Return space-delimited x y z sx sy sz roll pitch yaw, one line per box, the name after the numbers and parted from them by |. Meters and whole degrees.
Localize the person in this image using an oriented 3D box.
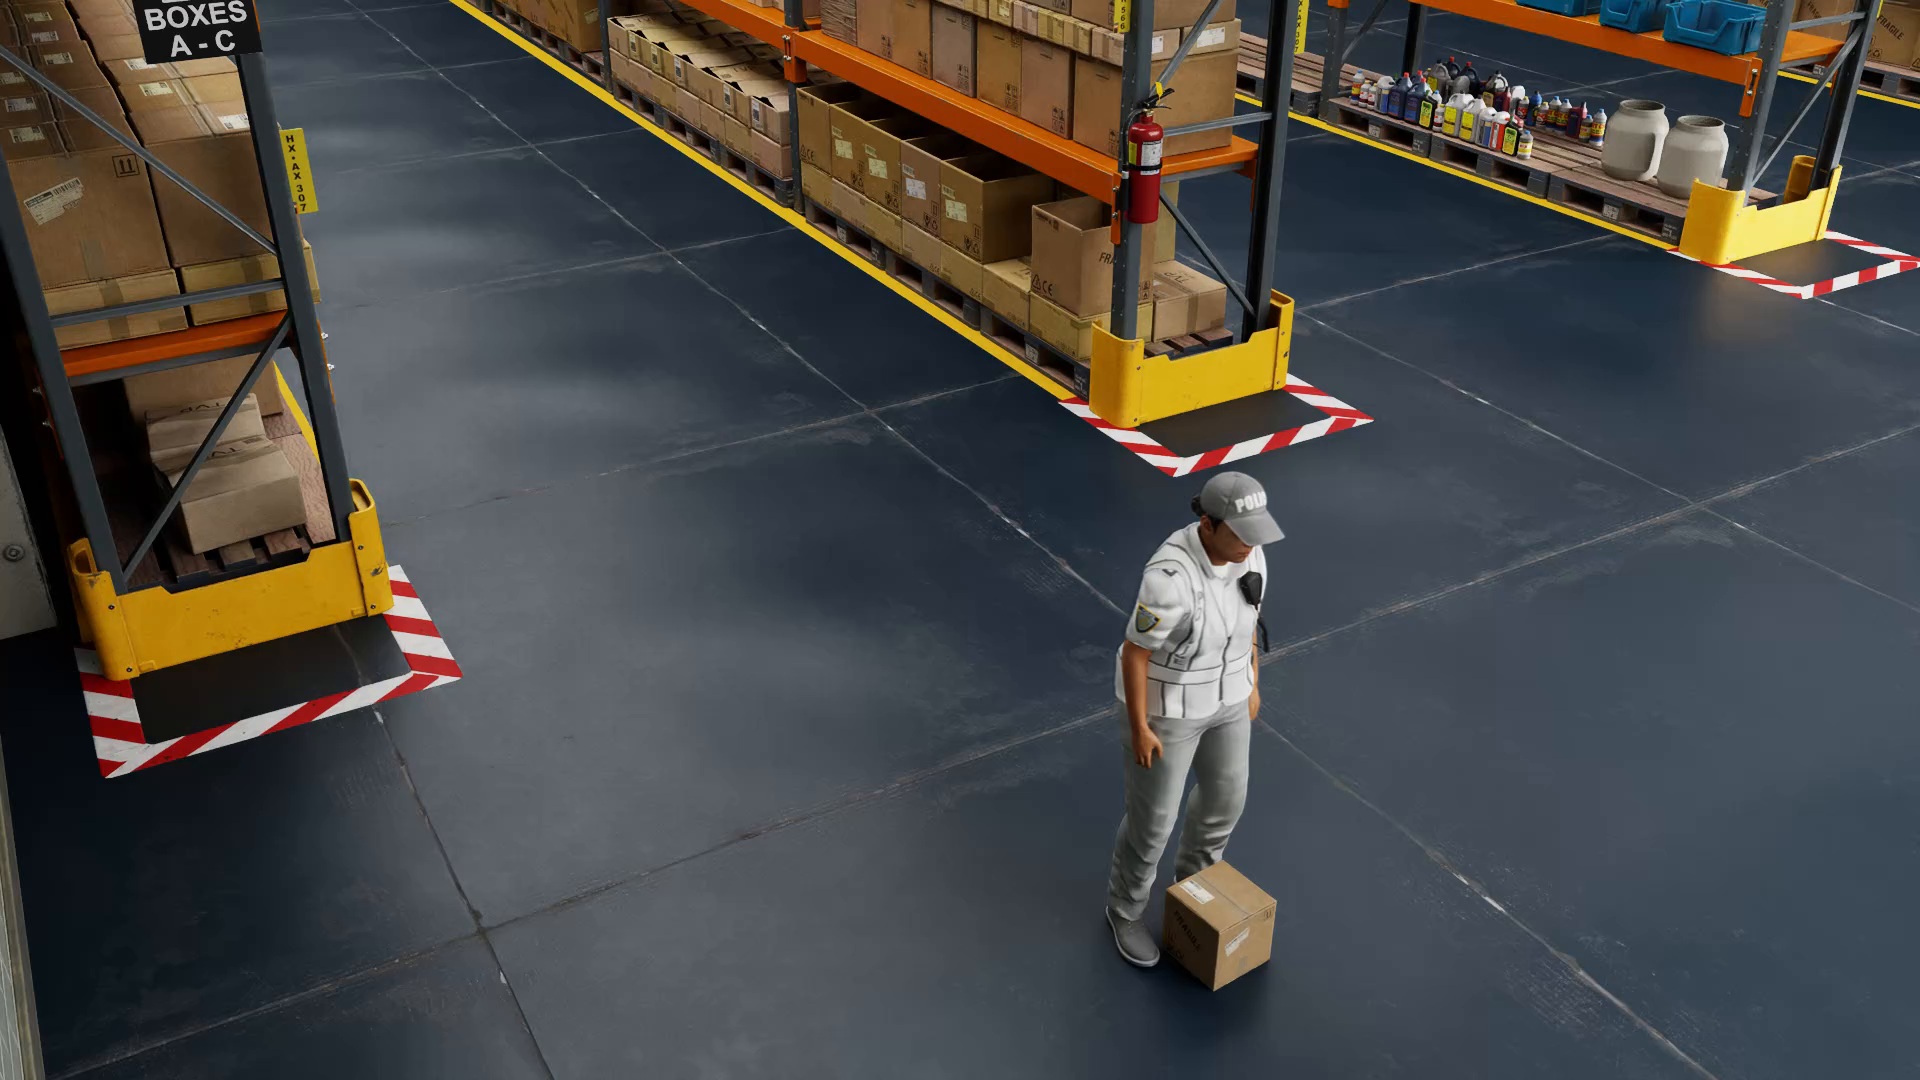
0.723 0.529 5.173 0.560 1.665 0.470 -18 34 -29 | person
